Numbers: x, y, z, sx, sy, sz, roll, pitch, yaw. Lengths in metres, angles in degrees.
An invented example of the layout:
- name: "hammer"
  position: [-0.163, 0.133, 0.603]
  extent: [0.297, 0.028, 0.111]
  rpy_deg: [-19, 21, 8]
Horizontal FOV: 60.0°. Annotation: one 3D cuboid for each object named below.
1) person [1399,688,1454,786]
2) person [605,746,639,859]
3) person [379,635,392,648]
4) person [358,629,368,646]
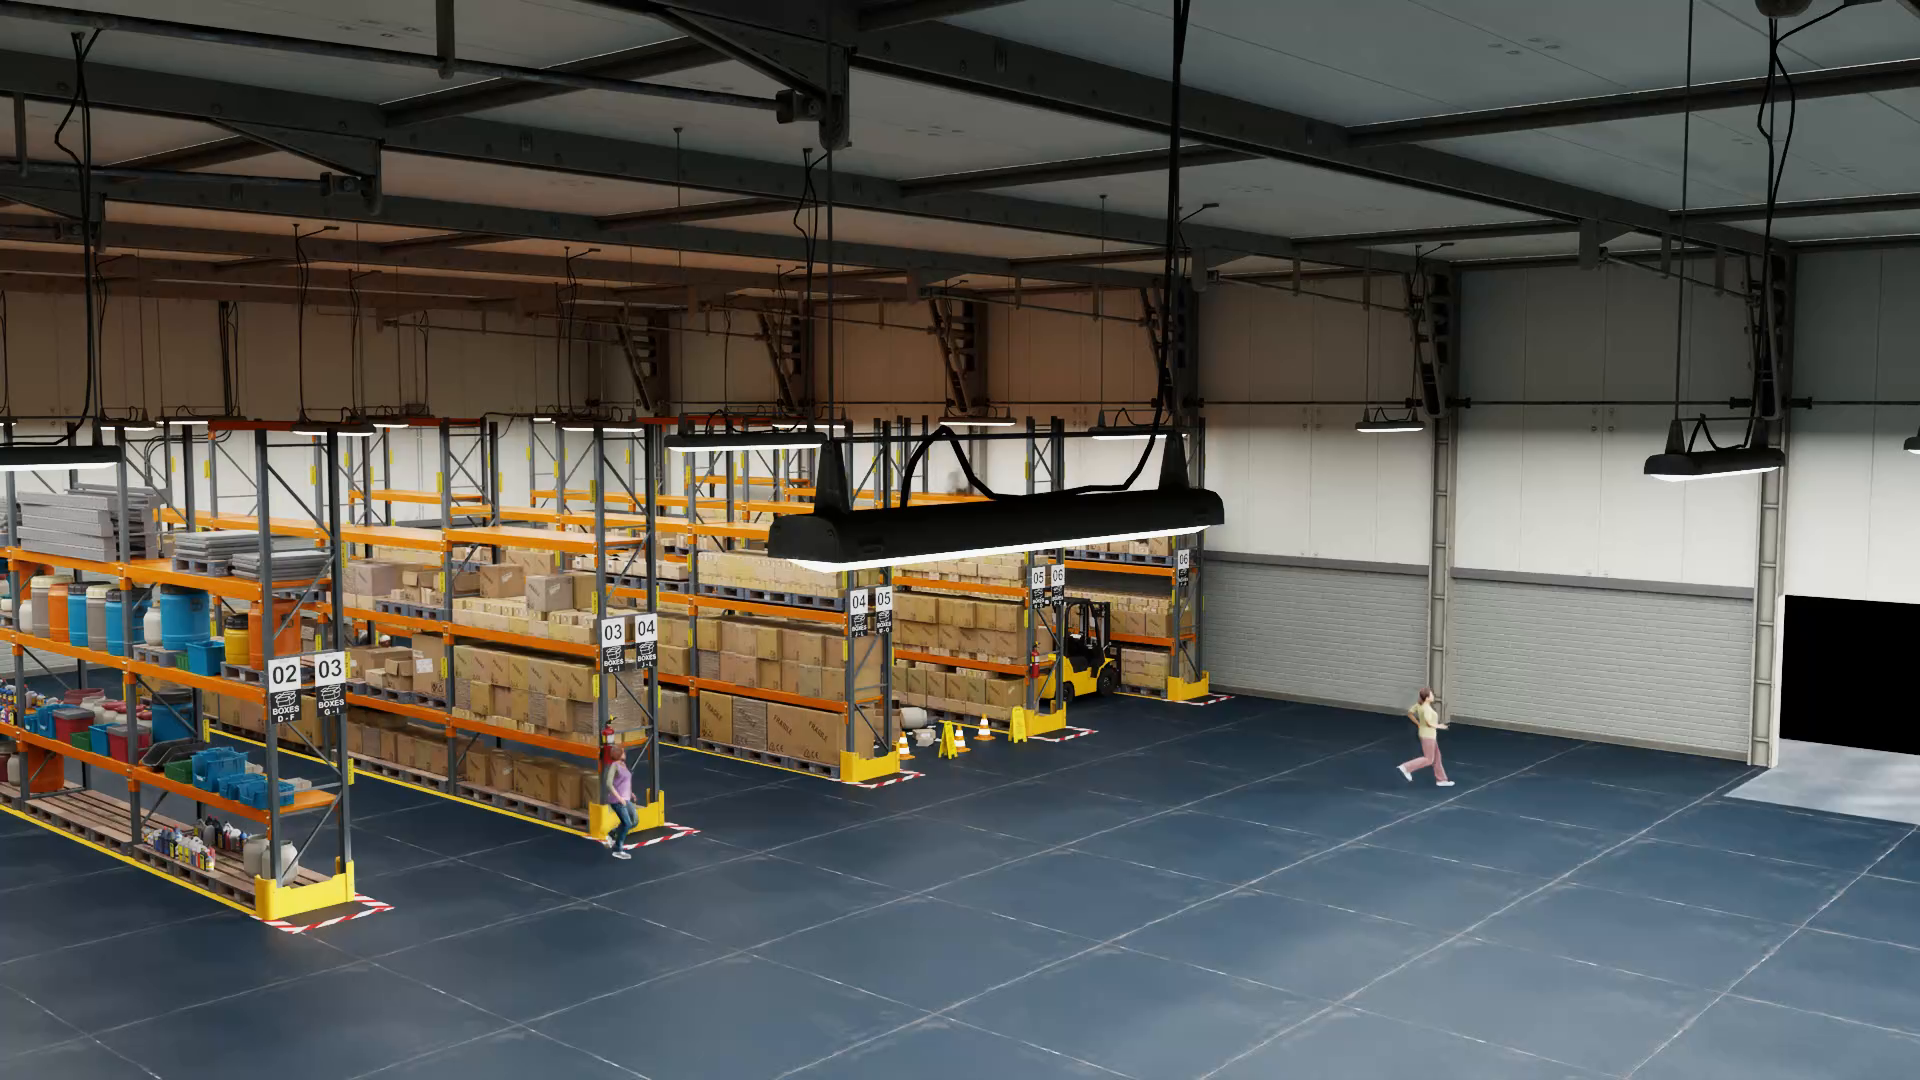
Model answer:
- name: "person"
  position: [7.660, 3.238, 27.280]
  extent: [0.970, 1.633, 0.592]
  rpy_deg: [0, 5, -5]
- name: "person"
  position: [-4.714, 3.647, 23.185]
  extent: [0.466, 1.548, 0.602]
  rpy_deg: [1, 5, 12]
- name: "person"
  position: [-11.211, 2.736, 32.522]
  extent: [0.940, 1.768, 0.682]
  rpy_deg: [3, 6, 31]
- name: "person"
  position: [-14.261, 2.227, 39.684]
  extent: [0.585, 1.683, 0.663]
  rpy_deg: [-1, 5, -6]
